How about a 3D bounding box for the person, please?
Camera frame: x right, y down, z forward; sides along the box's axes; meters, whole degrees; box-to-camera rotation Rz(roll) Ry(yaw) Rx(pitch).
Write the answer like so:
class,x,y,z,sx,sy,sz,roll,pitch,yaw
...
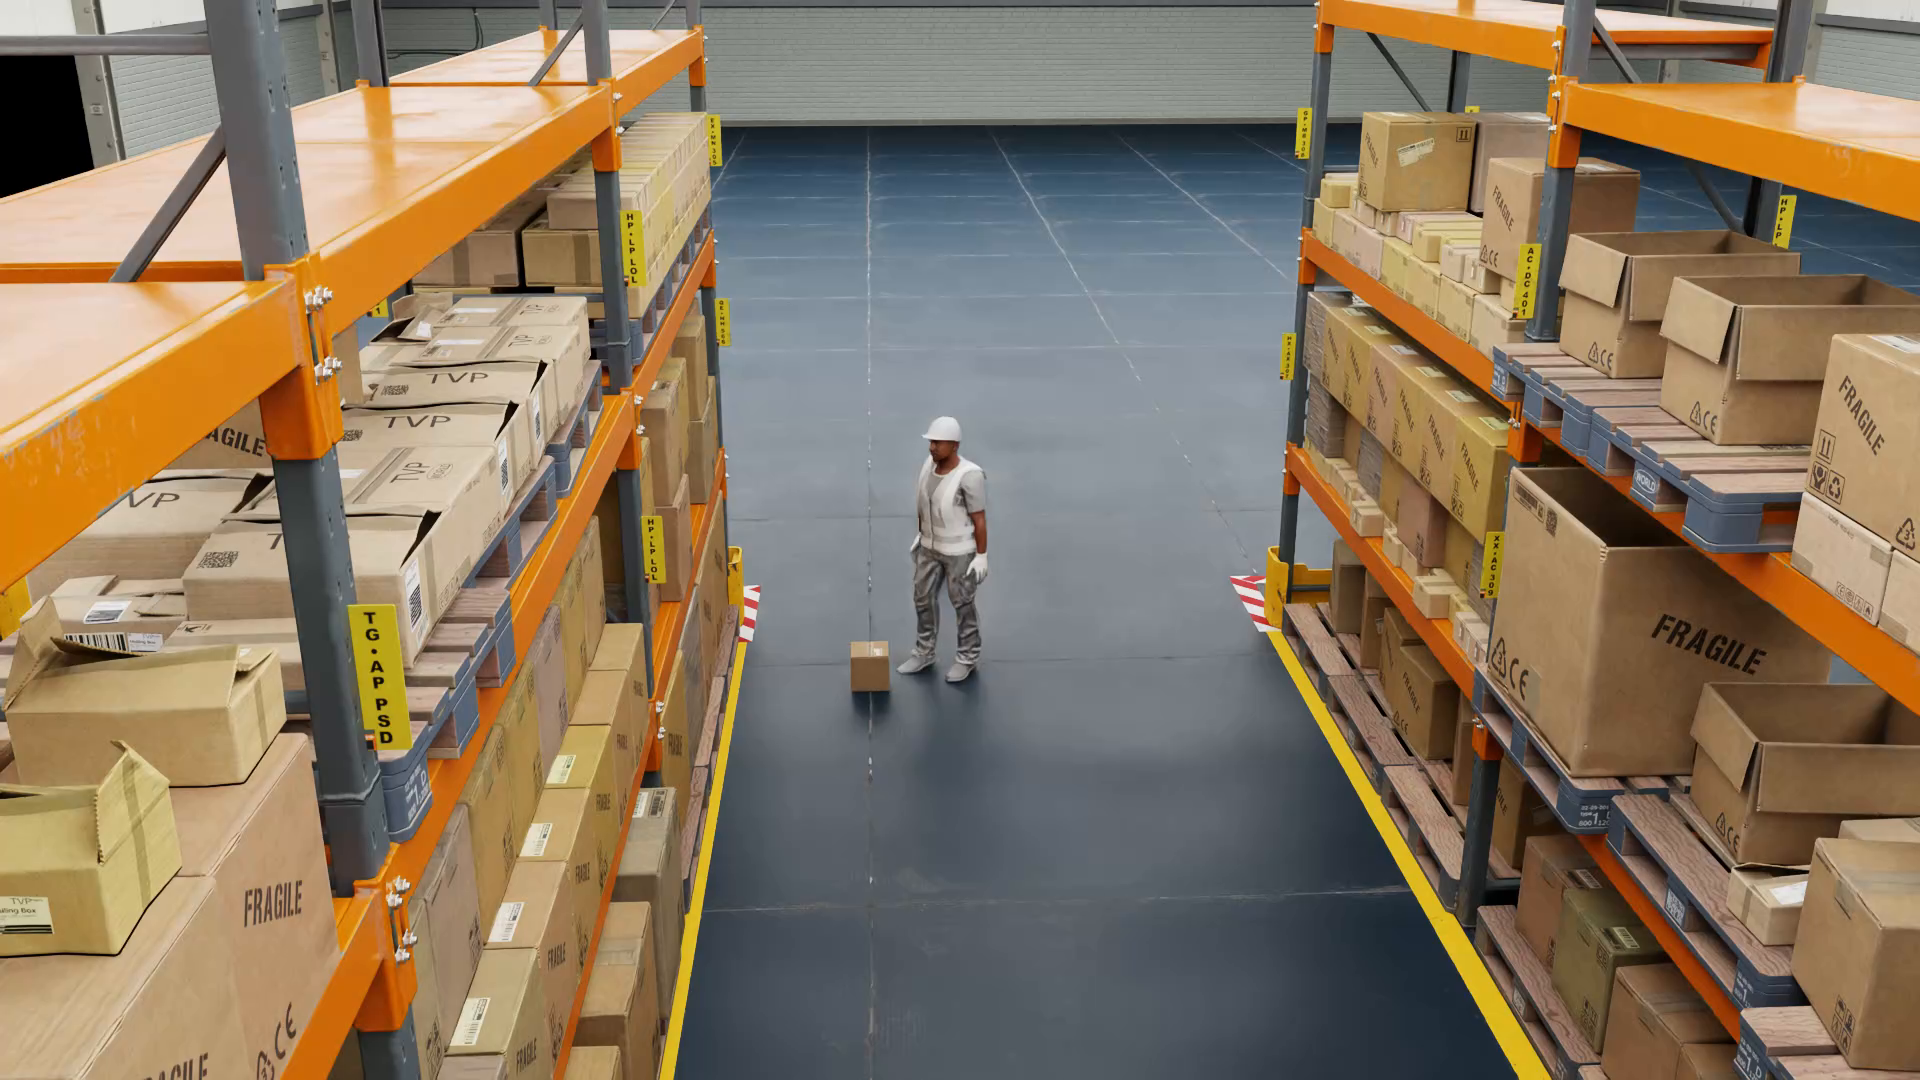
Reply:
class,x,y,z,sx,sy,sz,roll,pitch,yaw
person,-0.087,0.076,10.849,0.438,1.810,0.650,-19,27,-41
